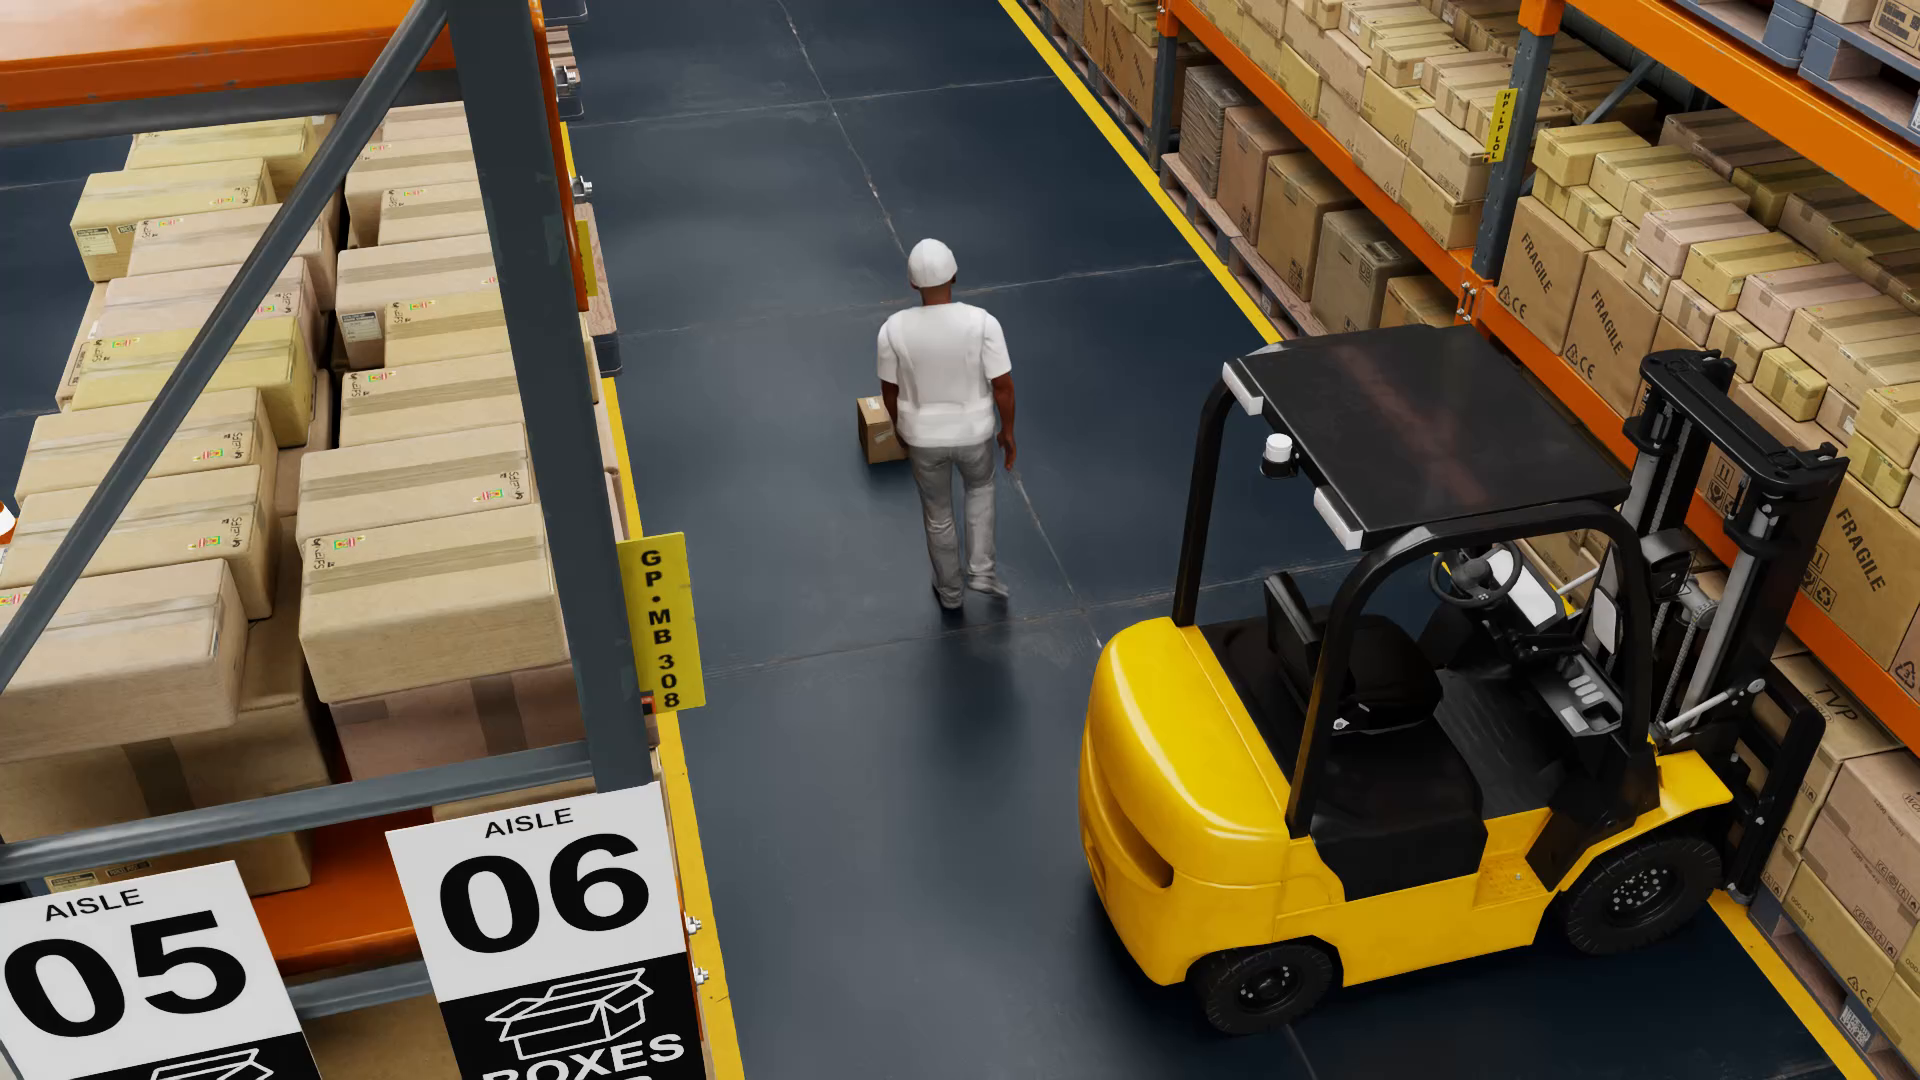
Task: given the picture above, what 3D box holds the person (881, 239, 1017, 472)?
[{"bbox_3d":[-0.055,-0.768,7.101,0.583,1.065,0.442,-3,38,-4],"label":"person"}]
